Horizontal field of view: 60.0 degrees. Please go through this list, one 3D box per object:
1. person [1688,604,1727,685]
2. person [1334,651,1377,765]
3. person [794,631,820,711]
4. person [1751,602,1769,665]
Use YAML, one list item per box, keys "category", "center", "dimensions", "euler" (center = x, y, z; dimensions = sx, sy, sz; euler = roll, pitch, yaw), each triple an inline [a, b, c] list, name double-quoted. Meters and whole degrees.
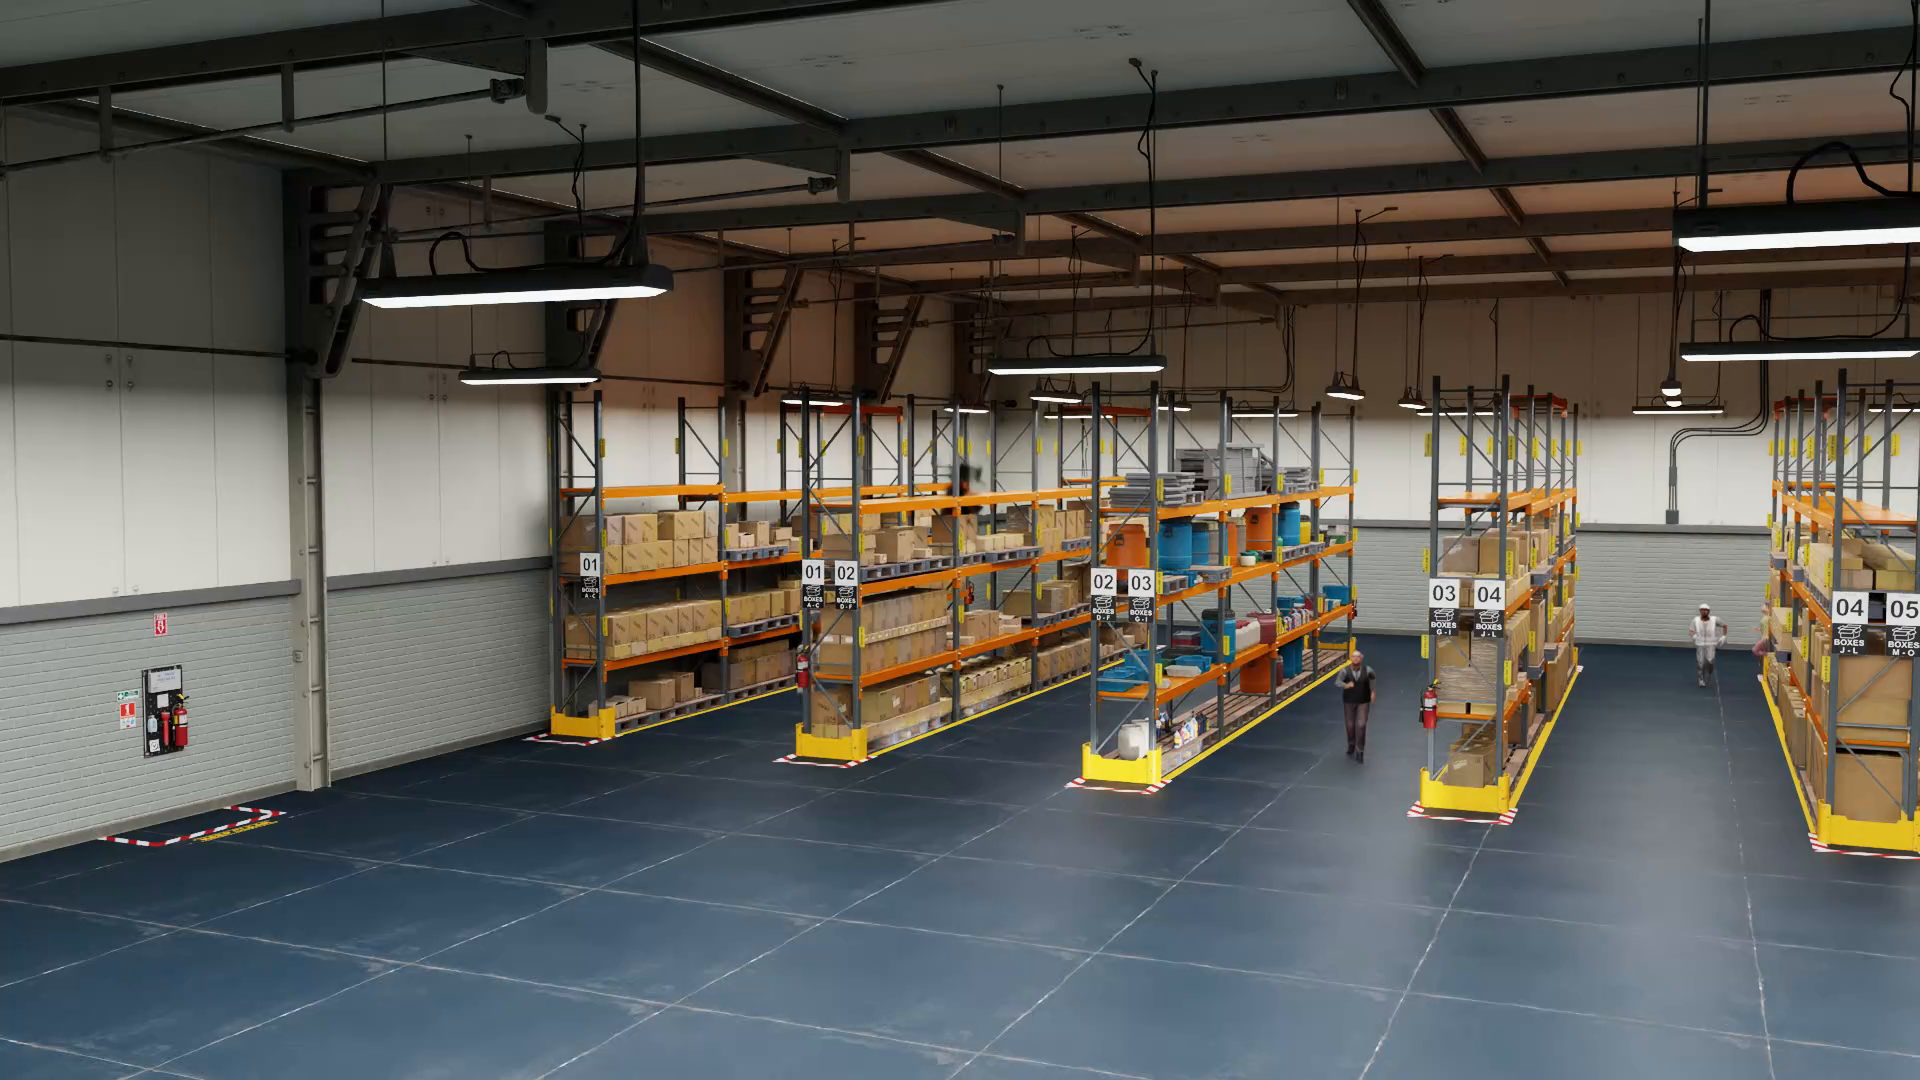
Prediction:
- category: "person"
  center: [15.582, 2.202, 34.705]
  dimensions: [0.710, 1.733, 0.756]
  euler: [2, 4, 31]
- category: "person"
  center: [6.351, 2.655, 26.704]
  dimensions: [0.658, 1.777, 0.828]
  euler: [1, 3, 16]
- category: "person"
  center: [-2.815, 2.471, 30.573]
  dimensions: [0.550, 1.629, 0.565]
  euler: [0, 3, 9]
- category: "person"
  center: [17.752, 2.172, 36.595]
  dimensions: [0.629, 1.618, 0.607]
  euler: [1, 3, 17]
